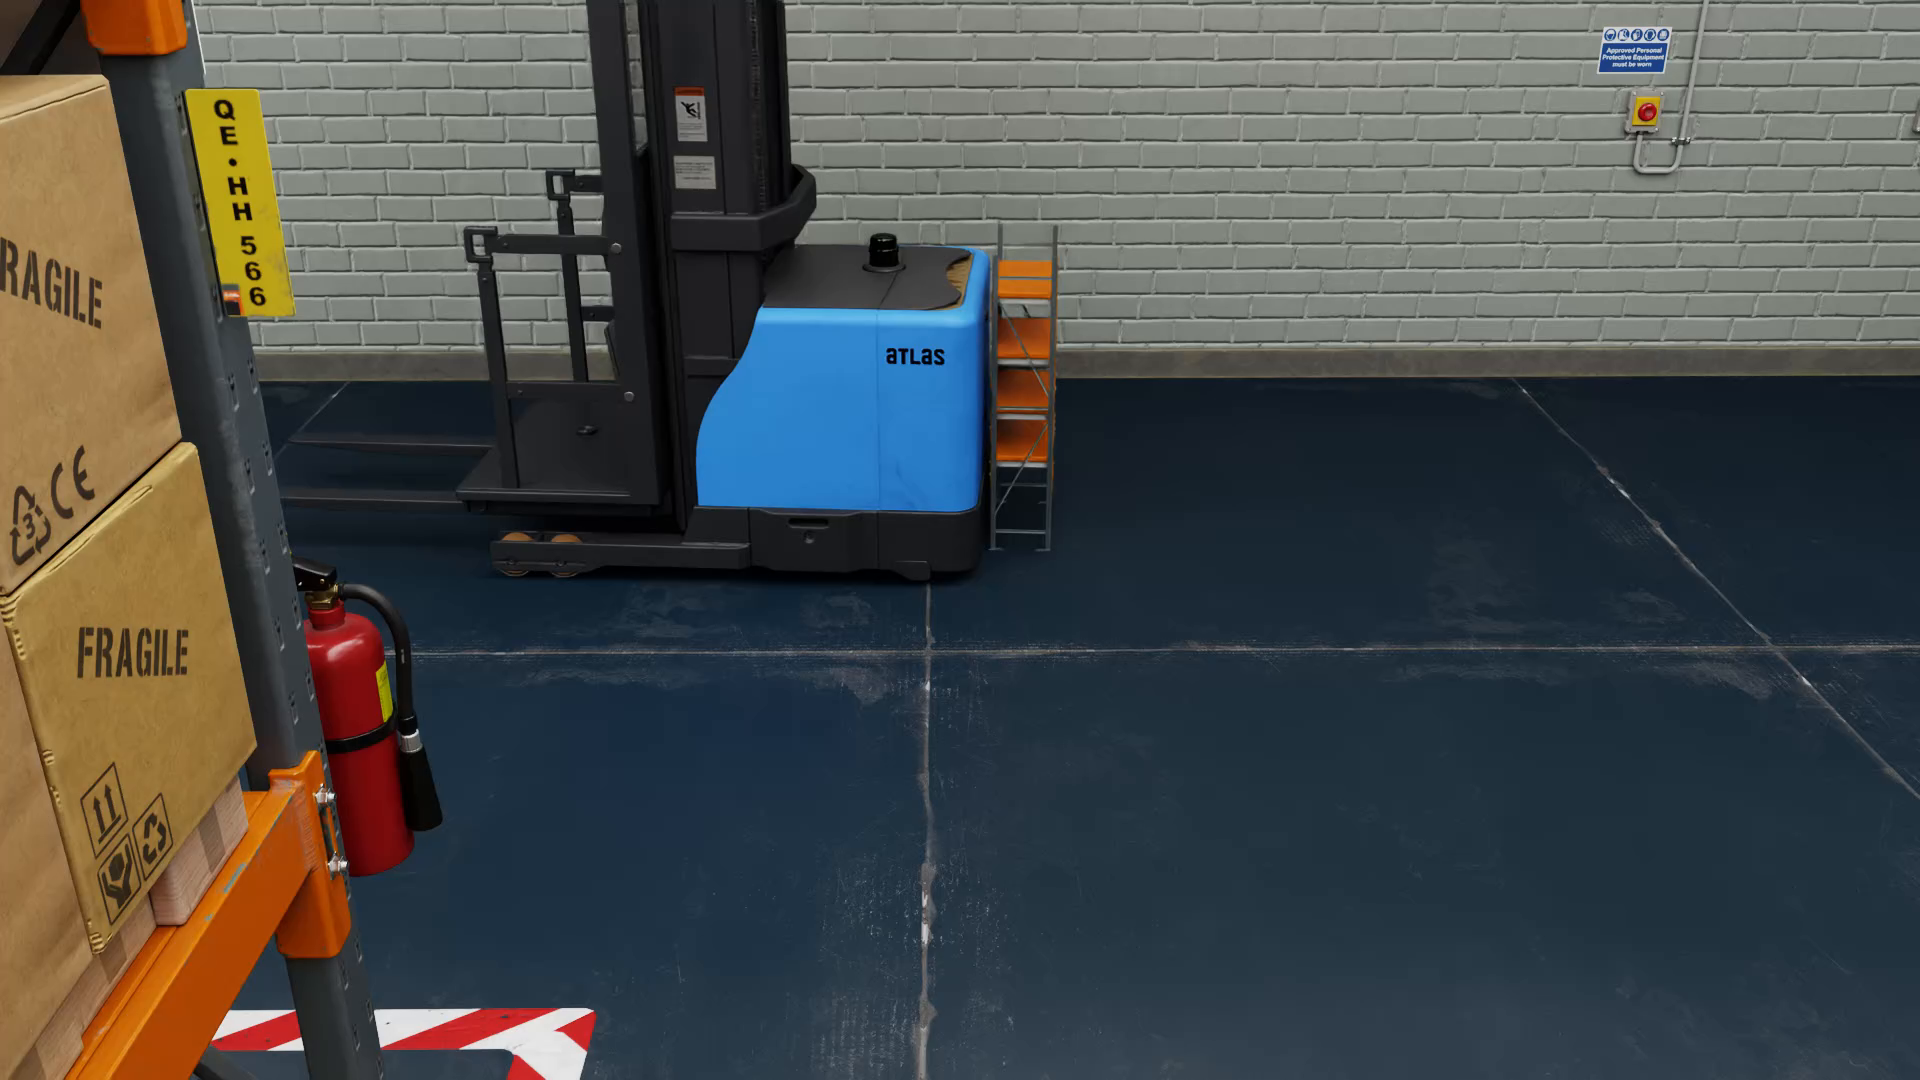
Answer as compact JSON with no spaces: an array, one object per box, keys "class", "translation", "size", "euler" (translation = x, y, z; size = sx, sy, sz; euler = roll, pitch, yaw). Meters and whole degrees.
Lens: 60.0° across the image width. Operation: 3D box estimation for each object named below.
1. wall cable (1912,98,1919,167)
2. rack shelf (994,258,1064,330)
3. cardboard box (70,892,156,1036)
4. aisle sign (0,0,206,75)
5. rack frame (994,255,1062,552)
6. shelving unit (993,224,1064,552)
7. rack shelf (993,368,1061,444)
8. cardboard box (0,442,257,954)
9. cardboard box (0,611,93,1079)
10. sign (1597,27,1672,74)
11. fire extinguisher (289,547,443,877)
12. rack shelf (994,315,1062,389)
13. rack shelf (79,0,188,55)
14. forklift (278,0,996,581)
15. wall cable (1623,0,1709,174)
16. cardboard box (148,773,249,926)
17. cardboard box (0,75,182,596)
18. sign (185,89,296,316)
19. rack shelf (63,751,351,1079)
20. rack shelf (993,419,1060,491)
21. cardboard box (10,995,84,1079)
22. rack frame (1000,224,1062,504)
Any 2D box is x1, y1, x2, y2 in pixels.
[{"class":"wall cable","translation":[4.700,-2.674,7.788],"size":[0.588,1.984,0.122],"euler":[0,24,-1]},{"class":"rack shelf","translation":[0.273,-0.963,6.469],"size":[0.258,0.148,0.480],"euler":[1,24,3]},{"class":"cardboard box","translation":[-1.330,0.538,2.225],"size":[0.380,0.149,0.250],"euler":[0,24,-1]},{"class":"aisle sign","translation":[-1.282,-1.028,2.228],"size":[0.394,0.787,0.004],"euler":[0,24,-1]},{"class":"rack frame","translation":[0.258,-0.504,6.409],"size":[0.240,1.200,0.015],"euler":[1,24,3]},{"class":"shelving unit","translation":[0.273,-0.604,6.630],"size":[0.258,1.200,0.503],"euler":[1,24,3]},{"class":"rack shelf","translation":[0.273,-0.543,6.658],"size":[0.258,0.148,0.480],"euler":[1,24,3]},{"class":"cardboard box","translation":[-1.319,0.191,2.206],"size":[0.500,0.500,0.500],"euler":[0,24,1]},{"class":"cardboard box","translation":[-1.319,0.403,1.737],"size":[0.500,0.500,0.500],"euler":[-1,24,-1]},{"class":"sign","translation":[3.233,-2.348,7.973],"size":[0.327,0.218,0.001],"euler":[0,24,-1]},{"class":"fire extinguisher","translation":[-1.123,0.287,3.021],"size":[0.296,0.674,0.183],"euler":[0,24,-1]},{"class":"rack shelf","translation":[0.273,-0.747,6.566],"size":[0.258,0.148,0.480],"euler":[1,24,3]},{"class":"rack shelf","translation":[-1.560,-0.027,0.403],"size":[1.077,0.370,4.000],"euler":[0,24,-1]},{"class":"forklift","translation":[-1.388,-1.403,6.296],"size":[3.031,2.935,1.130],"euler":[2,24,4]},{"class":"wall cable","translation":[3.282,-2.677,7.757],"size":[0.585,1.953,0.123],"euler":[0,24,-1]},{"class":"cardboard box","translation":[-1.296,0.435,2.452],"size":[0.380,0.149,0.250],"euler":[0,24,0]},{"class":"cardboard box","translation":[-1.328,-0.261,1.992],"size":[0.500,0.500,0.500],"euler":[-1,24,-2]},{"class":"sign","translation":[-1.027,-0.478,2.378],"size":[0.100,0.325,0.005],"euler":[0,24,-1]},{"class":"rack shelf","translation":[-1.560,1.340,1.021],"size":[1.077,0.370,4.000],"euler":[0,24,-1]},{"class":"rack shelf","translation":[0.273,-0.362,6.740],"size":[0.258,0.148,0.480],"euler":[1,24,3]},{"class":"cardboard box","translation":[-1.313,0.641,1.997],"size":[0.380,0.149,0.250],"euler":[0,24,-1]},{"class":"rack frame","translation":[0.287,-0.705,6.852],"size":[0.240,1.200,0.015],"euler":[1,24,3]}]
